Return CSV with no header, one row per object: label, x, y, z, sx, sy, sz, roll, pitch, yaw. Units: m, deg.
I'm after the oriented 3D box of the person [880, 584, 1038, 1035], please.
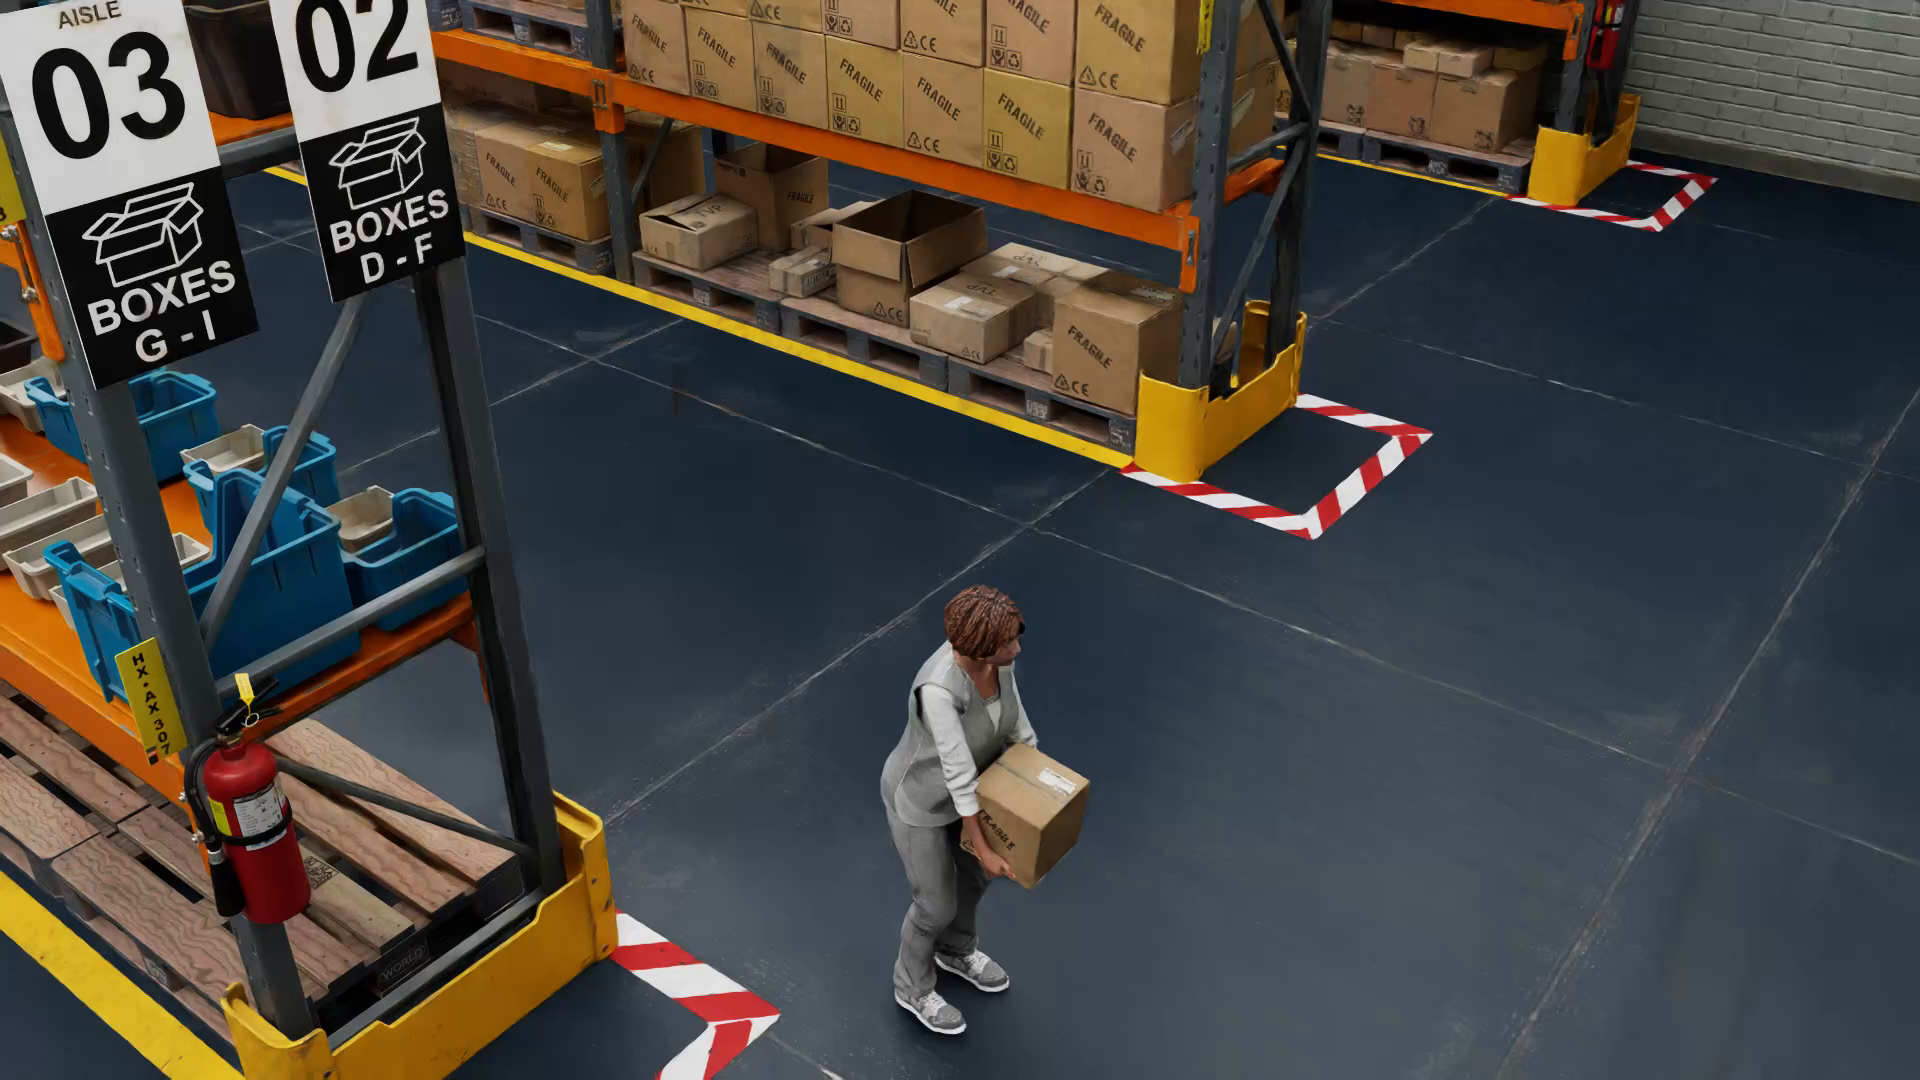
person,0.025,0.793,4.866,0.527,1.576,0.374,21,37,30
